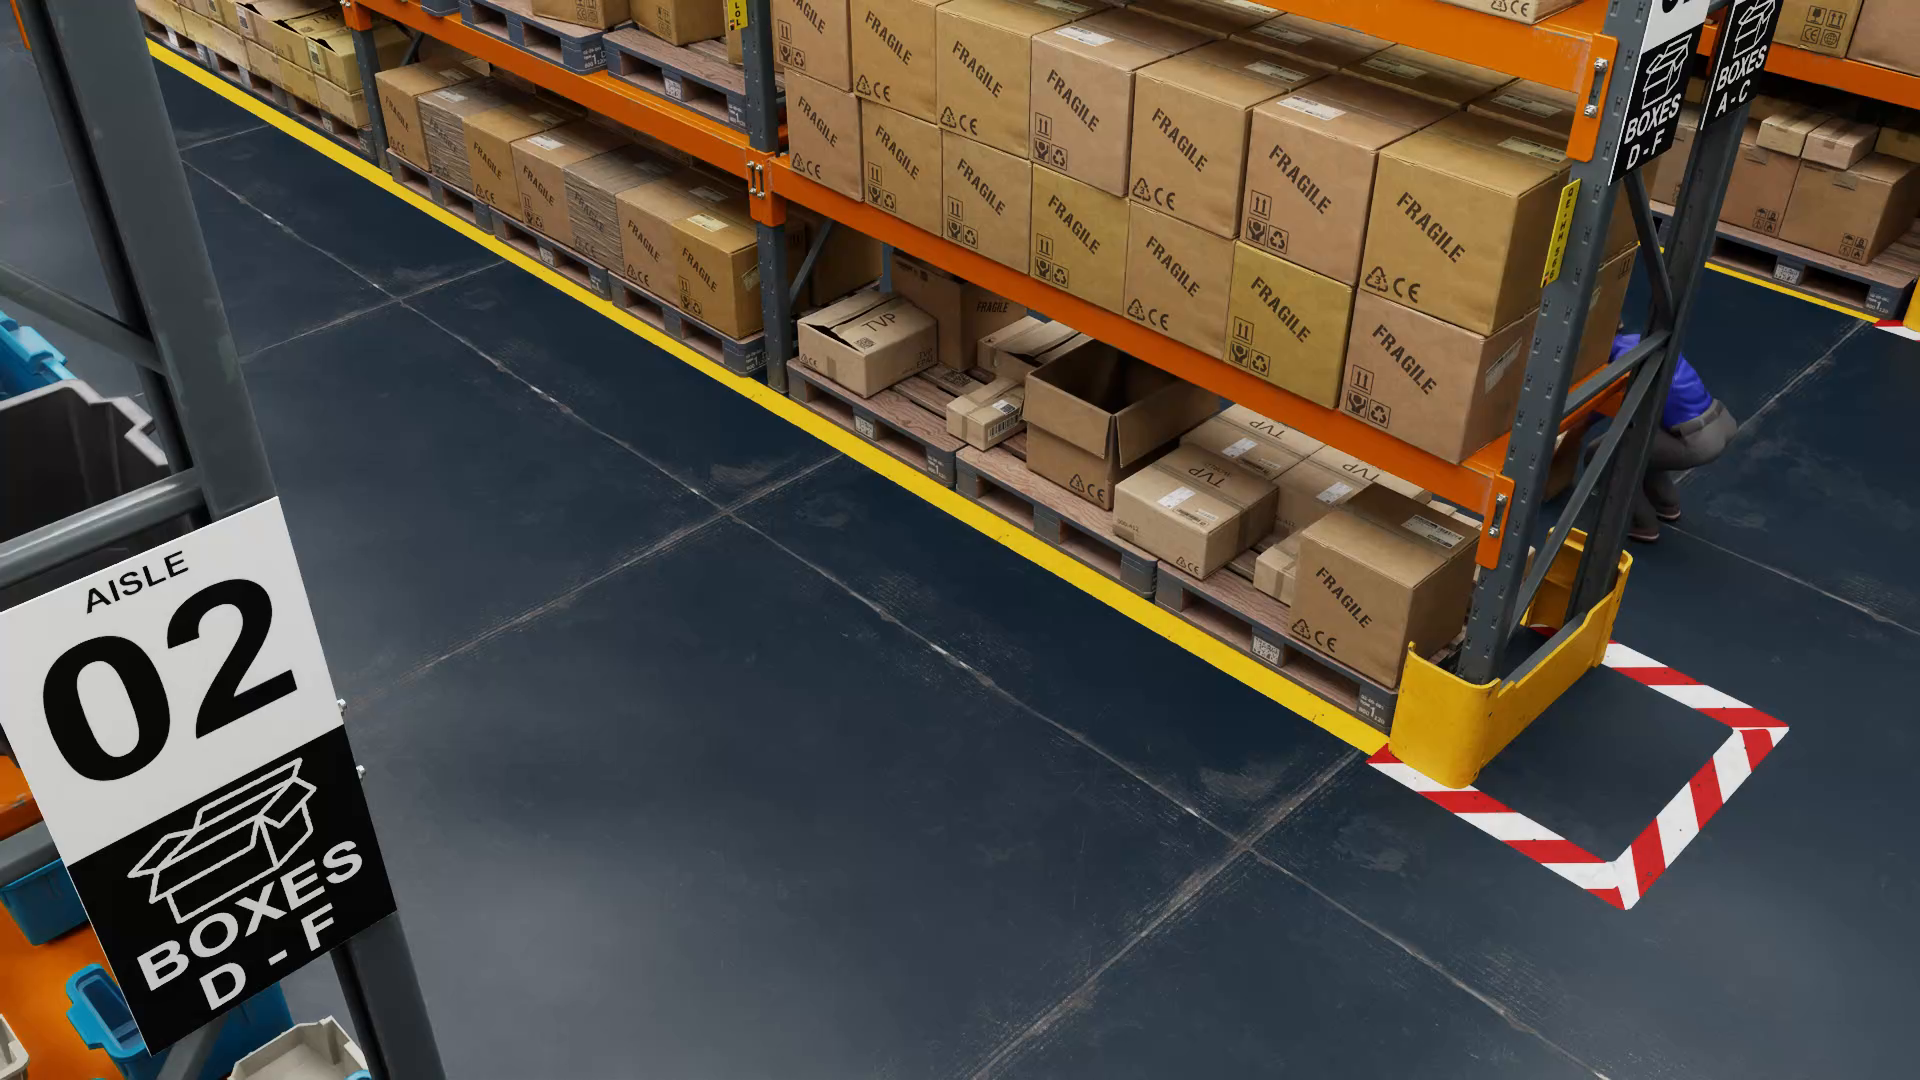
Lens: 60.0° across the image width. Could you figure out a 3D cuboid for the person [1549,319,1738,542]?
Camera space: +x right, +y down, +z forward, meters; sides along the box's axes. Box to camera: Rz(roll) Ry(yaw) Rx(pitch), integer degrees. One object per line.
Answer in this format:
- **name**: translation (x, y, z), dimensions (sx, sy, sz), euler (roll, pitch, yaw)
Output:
- **person**: translation (3.035, -0.514, 7.457), dimensions (0.783, 0.977, 0.486), euler (26, 43, 32)
